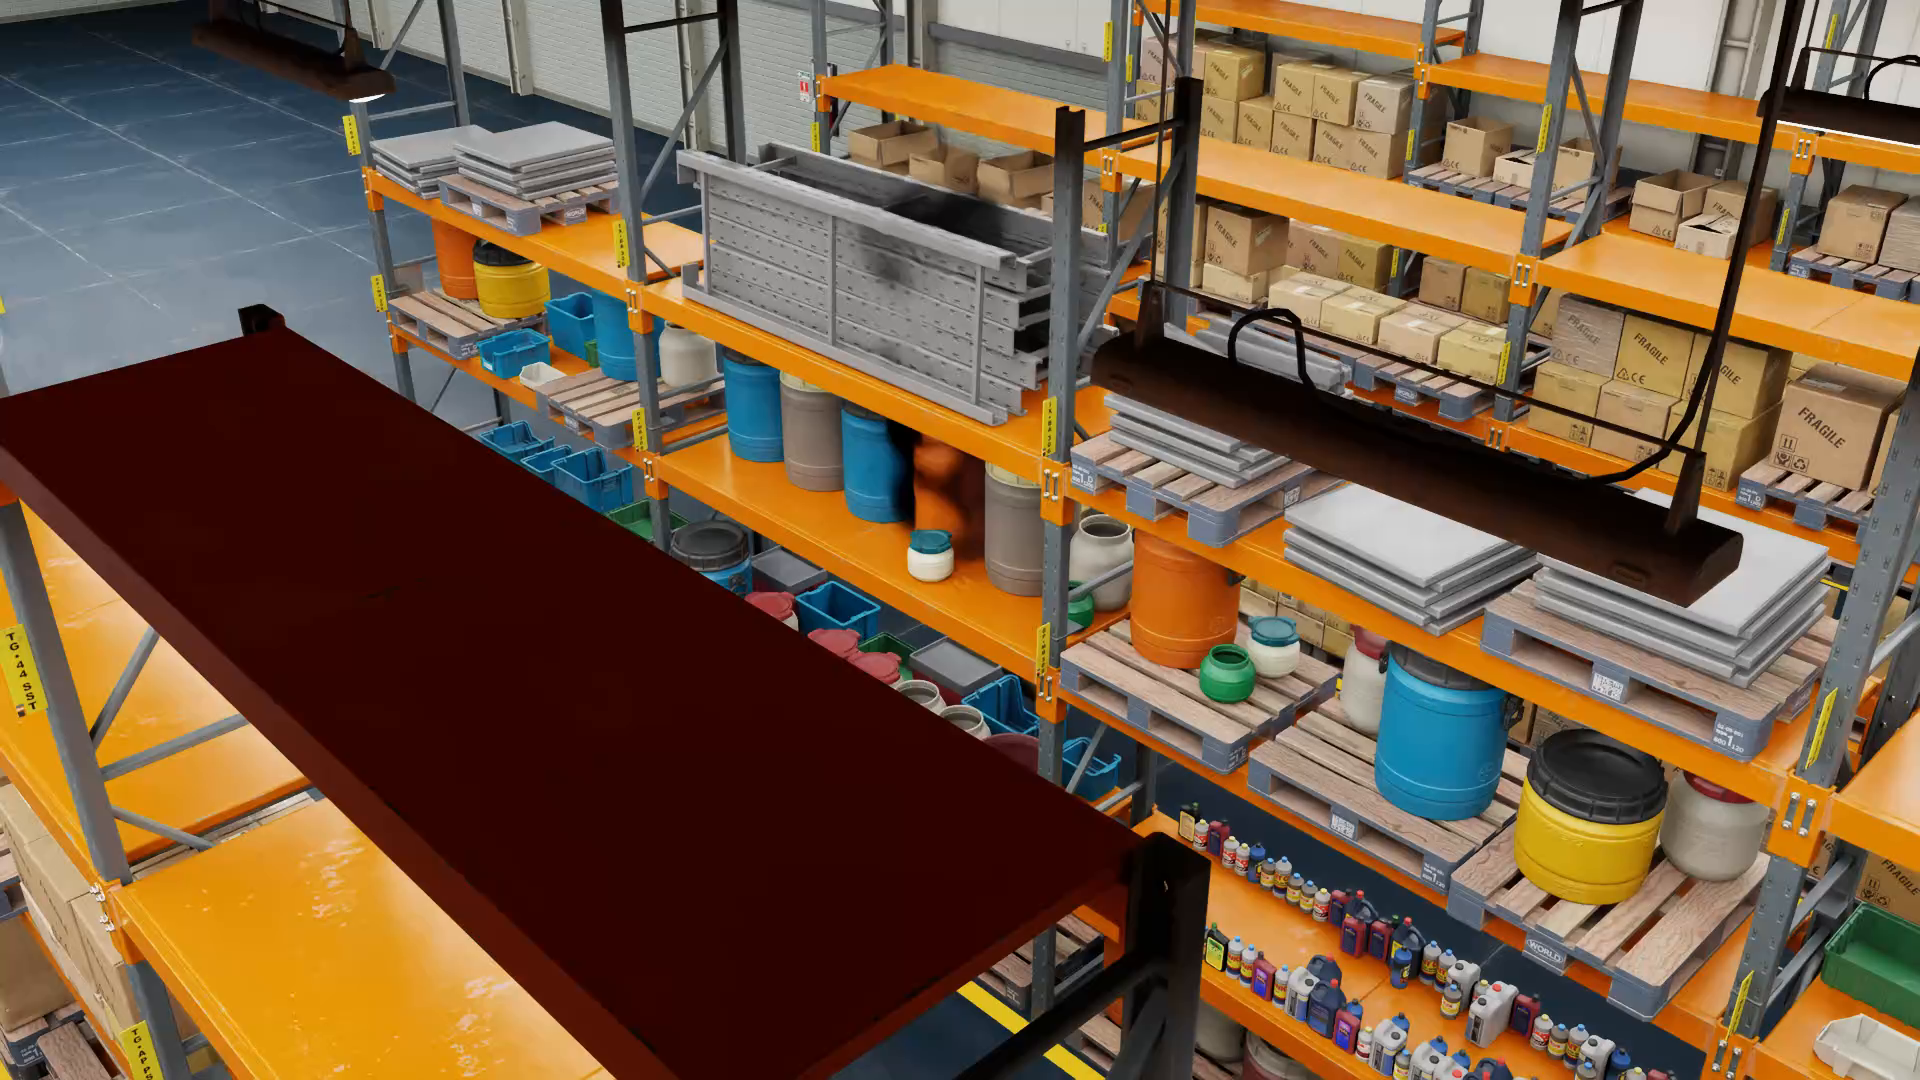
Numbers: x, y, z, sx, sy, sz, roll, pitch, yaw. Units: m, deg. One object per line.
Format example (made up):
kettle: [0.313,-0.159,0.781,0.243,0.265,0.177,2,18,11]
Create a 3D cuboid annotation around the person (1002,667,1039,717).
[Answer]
person: [0.555,0.702,13.701,0.913,1.746,0.720,24,37,38]
